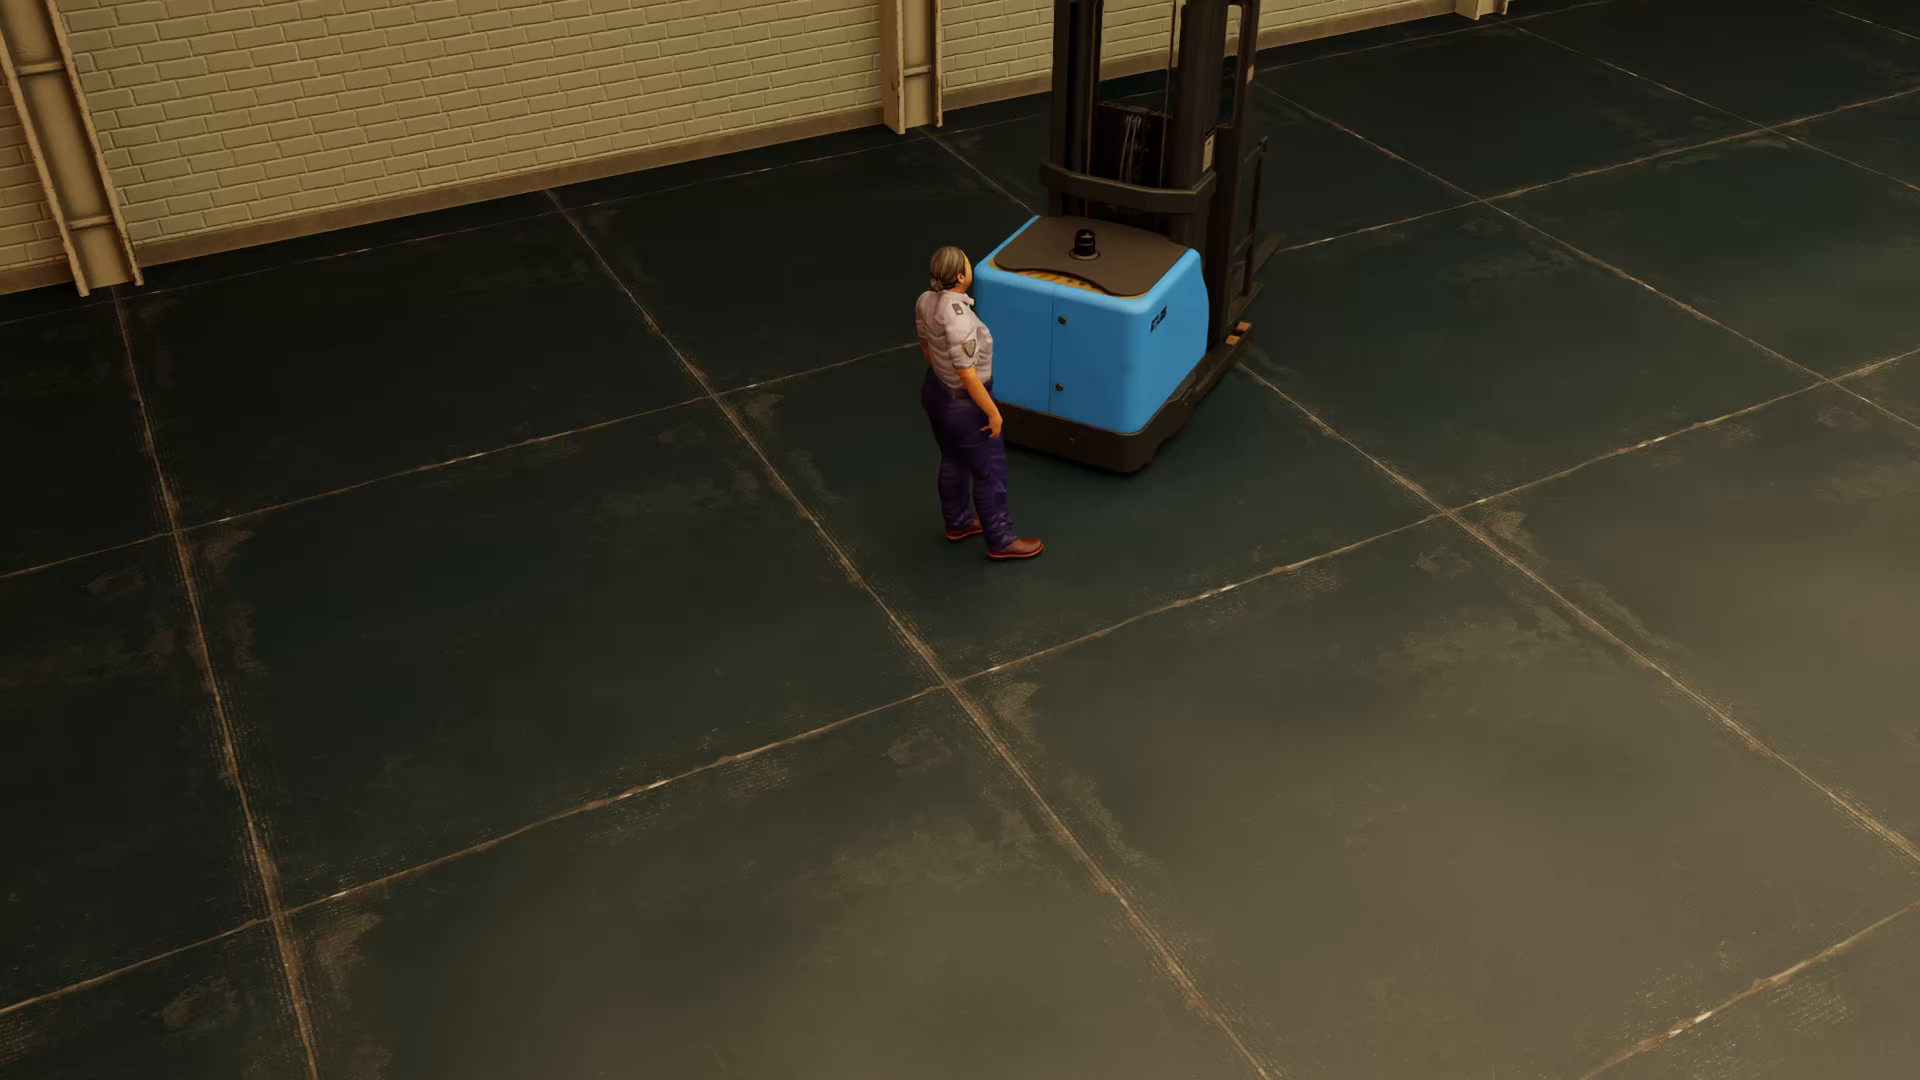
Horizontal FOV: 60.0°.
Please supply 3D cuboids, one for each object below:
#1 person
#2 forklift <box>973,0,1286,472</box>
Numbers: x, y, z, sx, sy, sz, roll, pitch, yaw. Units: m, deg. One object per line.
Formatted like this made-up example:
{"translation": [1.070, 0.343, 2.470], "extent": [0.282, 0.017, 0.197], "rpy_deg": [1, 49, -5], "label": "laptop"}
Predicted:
{"translation": [0.090, -0.692, 8.200], "extent": [0.502, 1.651, 0.598], "rpy_deg": [-17, 39, -23], "label": "person"}
{"translation": [1.188, -2.398, 9.515], "extent": [1.130, 2.935, 3.031], "rpy_deg": [17, 39, 22], "label": "forklift"}
